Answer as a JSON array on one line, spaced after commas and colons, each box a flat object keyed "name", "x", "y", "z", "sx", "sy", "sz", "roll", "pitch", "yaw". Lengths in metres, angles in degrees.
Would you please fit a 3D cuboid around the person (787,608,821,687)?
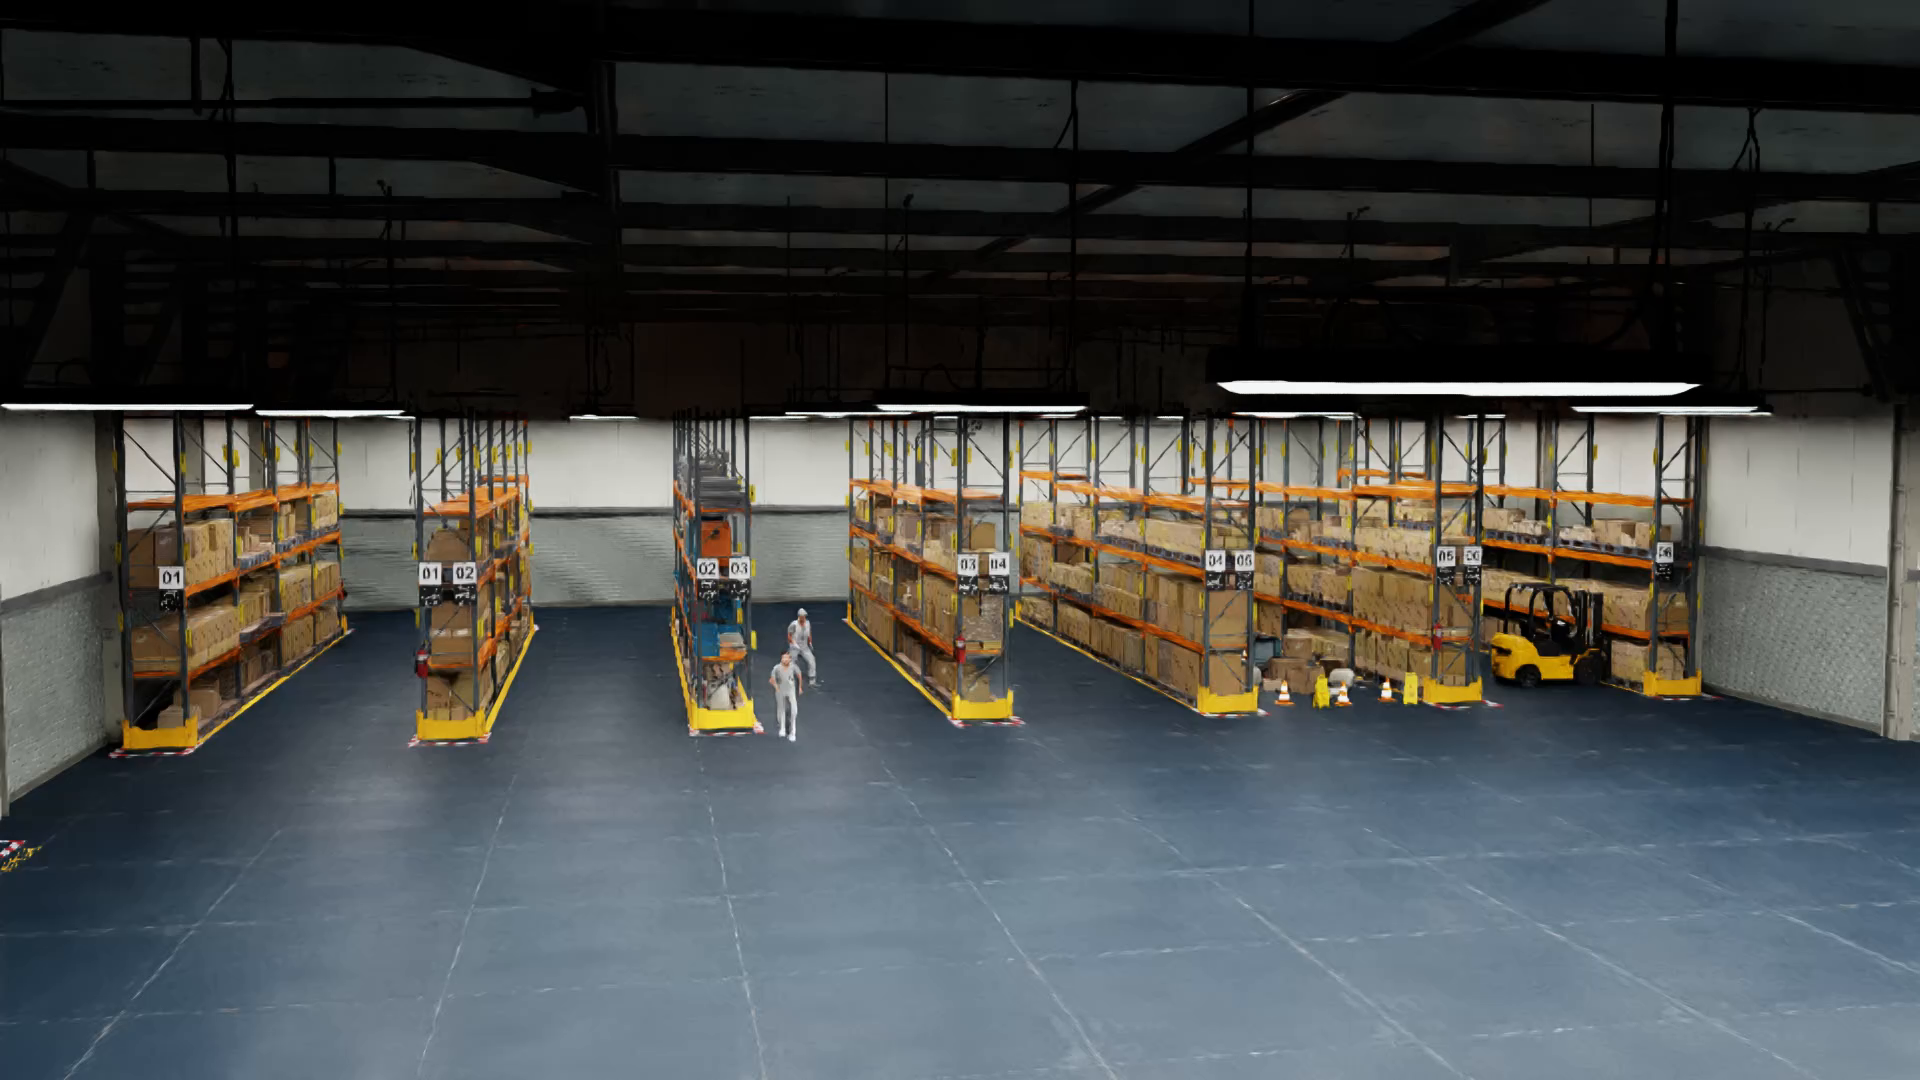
[{"name": "person", "x": -3.436, "y": 2.311, "z": 35.774, "sx": 0.686, "sy": 1.716, "sz": 0.834, "roll": -2, "pitch": 5, "yaw": -27}]

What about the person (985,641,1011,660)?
[{"name": "person", "x": 0.860, "y": 2.050, "z": 39.872, "sx": 0.538, "sy": 1.662, "sz": 1.026, "roll": -1, "pitch": 4, "yaw": -19}]

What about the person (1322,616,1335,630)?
[{"name": "person", "x": 9.885, "y": 1.642, "z": 44.929, "sx": 0.580, "sy": 1.746, "sz": 0.655, "roll": 1, "pitch": 4, "yaw": 19}]

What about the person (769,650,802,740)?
[{"name": "person", "x": -3.151, "y": 2.779, "z": 30.112, "sx": 0.589, "sy": 1.599, "sz": 0.820, "roll": 0, "pitch": 4, "yaw": -6}]
